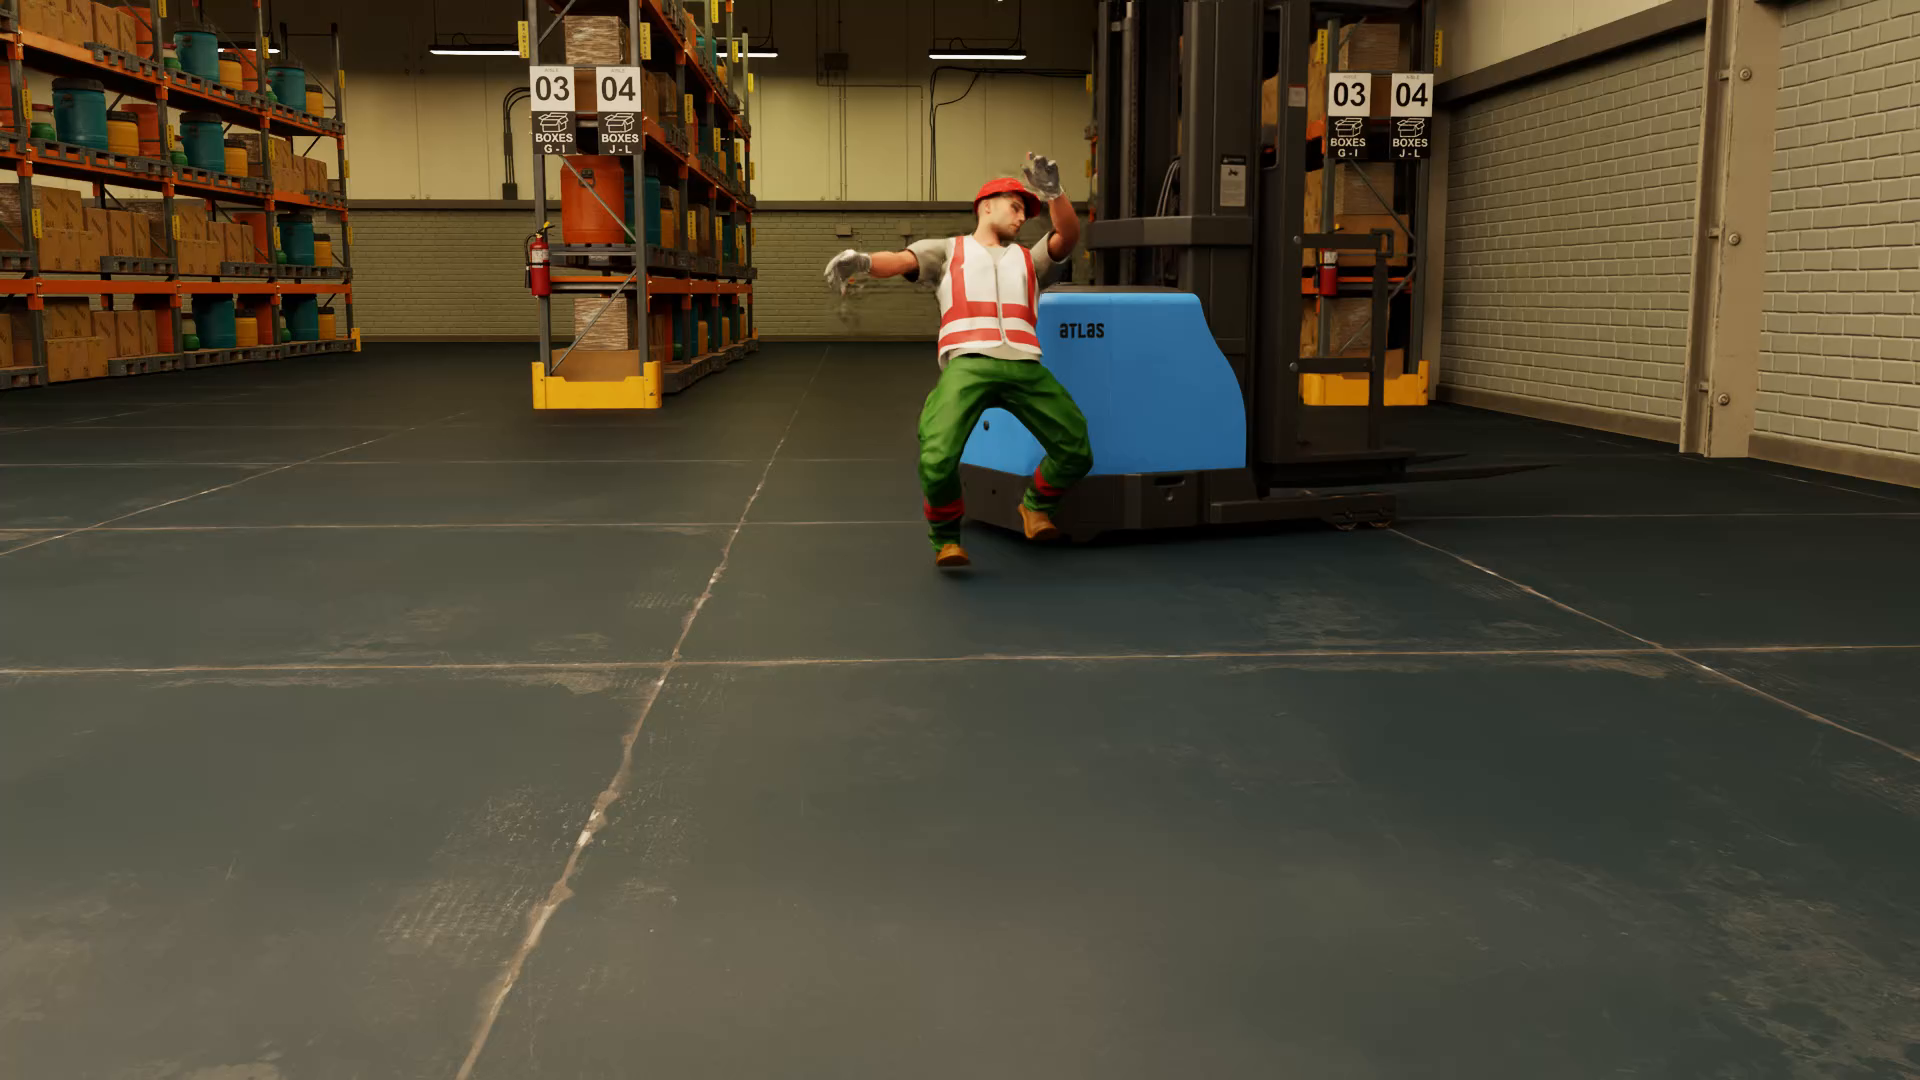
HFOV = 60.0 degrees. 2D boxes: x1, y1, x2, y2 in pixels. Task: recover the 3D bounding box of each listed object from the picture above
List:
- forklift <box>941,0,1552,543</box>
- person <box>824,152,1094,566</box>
[{"bbox_3d":[1.458,-1.558,7.821,3.031,2.935,1.130,-4,9,-25],"label":"forklift"},{"bbox_3d":[-0.028,-0.665,6.319,1.101,1.548,0.725,-4,9,-24],"label":"person"}]
